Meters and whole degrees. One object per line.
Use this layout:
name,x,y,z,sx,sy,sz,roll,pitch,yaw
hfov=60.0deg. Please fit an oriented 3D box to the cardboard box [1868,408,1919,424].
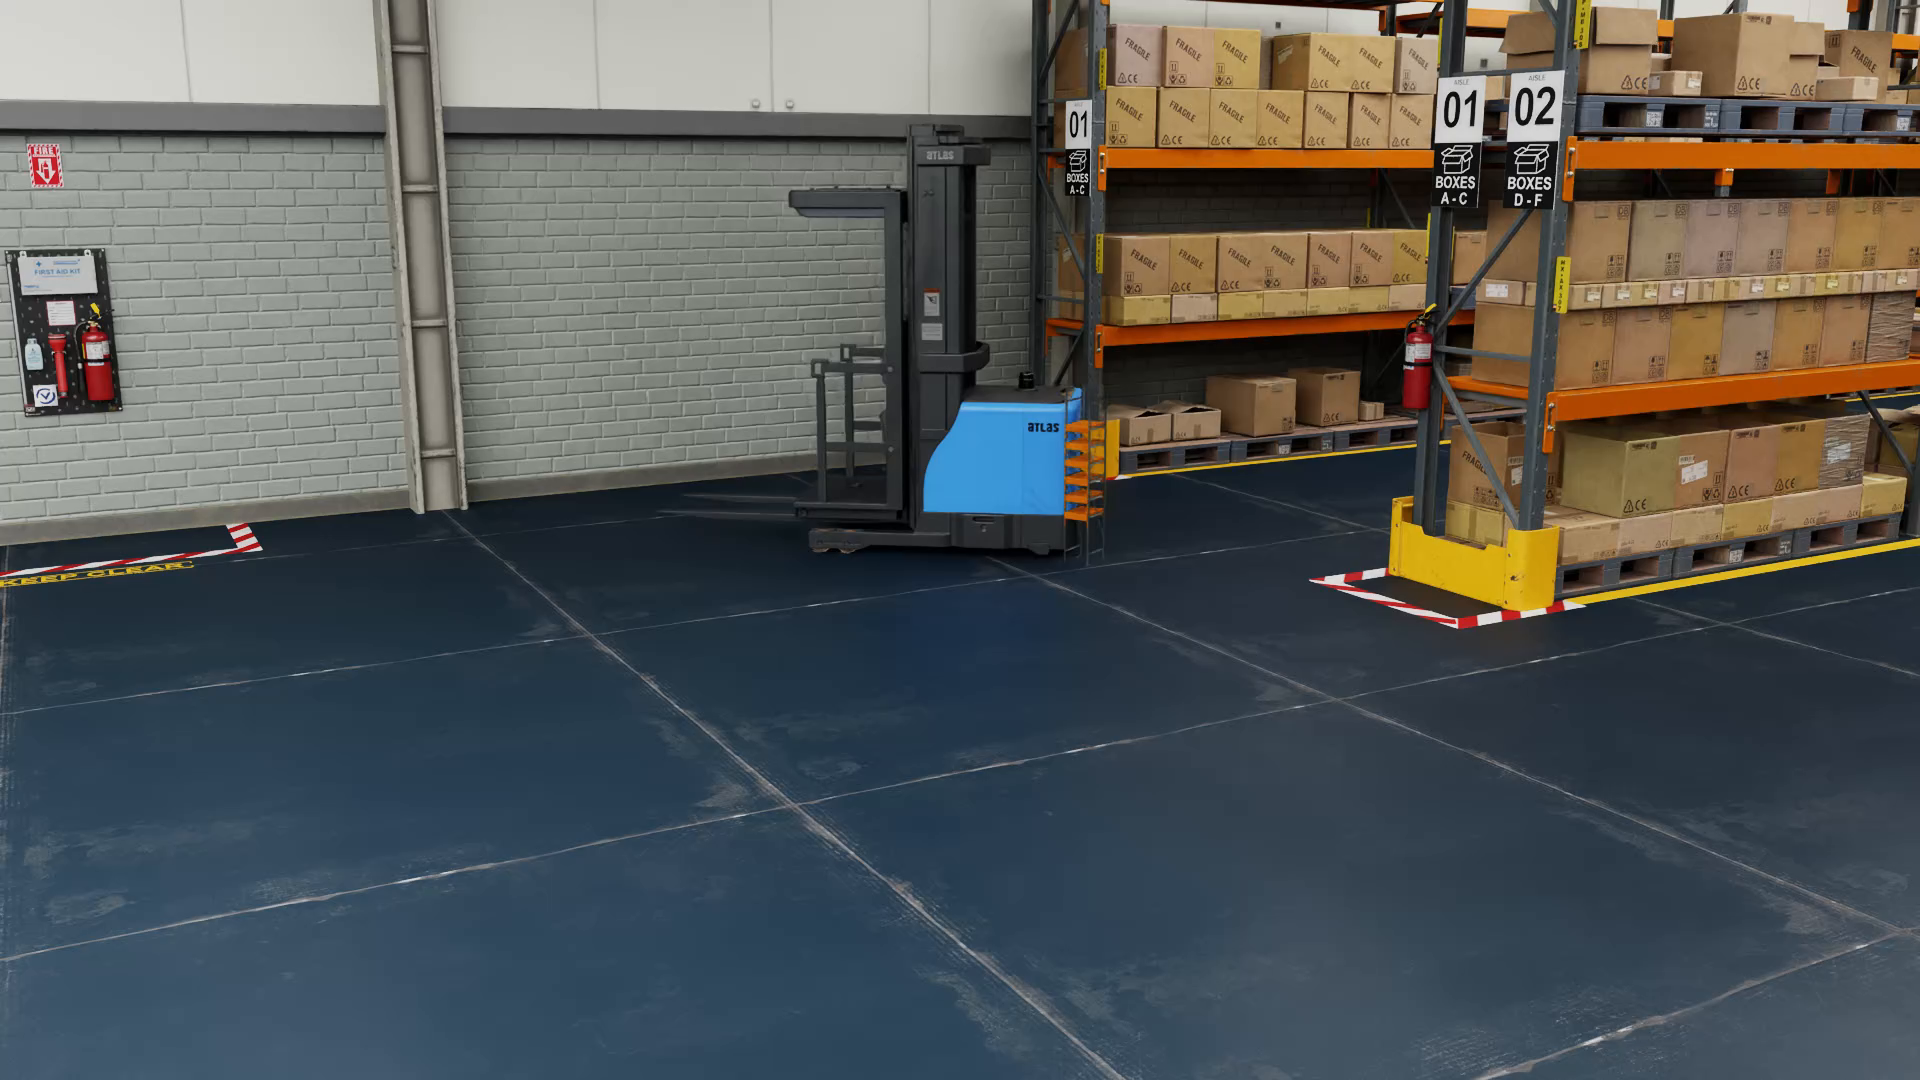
cardboard box,7.478,-0.866,13.155,0.500,0.311,0.500,-6,14,-26

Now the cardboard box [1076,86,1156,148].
cardboard box,1.332,-3.618,14.248,0.500,0.500,0.500,-6,14,-26

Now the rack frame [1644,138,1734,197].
rack frame,7.941,-2.951,18.388,0.127,3.000,1.000,-7,14,-28

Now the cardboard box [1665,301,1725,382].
cardboard box,4.609,-1.357,11.081,0.500,0.500,0.700,-7,14,-27

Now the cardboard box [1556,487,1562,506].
cardboard box,4.058,-0.186,11.412,0.500,0.250,0.500,-7,14,-28

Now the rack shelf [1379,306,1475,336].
rack shelf,6.185,-2.389,17.532,4.000,0.370,1.077,-7,14,-28

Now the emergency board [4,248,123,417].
emergency board,-6.335,-1.465,11.789,0.643,1.169,0.194,-7,14,-28

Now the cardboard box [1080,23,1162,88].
cardboard box,1.373,-4.112,14.168,0.500,0.500,0.500,-8,15,-32

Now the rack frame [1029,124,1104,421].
rack frame,0.919,-2.109,14.648,0.127,3.000,1.000,-7,14,-28

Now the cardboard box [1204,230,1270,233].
cardboard box,2.571,-2.661,15.690,0.500,0.500,0.500,-7,14,-27

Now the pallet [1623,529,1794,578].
pallet,5.016,-0.010,11.674,1.213,0.211,1.003,-7,14,-28

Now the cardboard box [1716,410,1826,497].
cardboard box,5.623,-0.610,11.587,0.500,0.500,0.500,-7,14,-28

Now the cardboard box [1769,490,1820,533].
cardboard box,5.629,-0.242,11.658,0.500,0.250,0.500,-7,14,-28

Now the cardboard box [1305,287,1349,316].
cardboard box,3.284,-2.251,15.577,0.500,0.250,0.500,-7,14,-28

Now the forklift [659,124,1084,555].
forklift,-0.635,-1.448,11.869,3.031,2.935,1.130,2,13,7

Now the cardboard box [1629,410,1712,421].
cardboard box,4.934,-0.658,11.800,0.500,0.500,0.500,-7,14,-28

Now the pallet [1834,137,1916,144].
pallet,10.671,-4.635,19.479,1.217,0.209,0.805,-8,15,-30

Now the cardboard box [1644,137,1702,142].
cardboard box,7.438,-4.252,17.498,0.500,0.311,0.500,-7,14,-28

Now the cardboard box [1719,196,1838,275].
cardboard box,5.537,-2.103,11.441,0.500,0.500,0.700,-7,14,-28

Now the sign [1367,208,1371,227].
sign,4.161,-3.201,16.865,0.005,0.325,0.100,-7,14,-28

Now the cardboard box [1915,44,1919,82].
cardboard box,7.367,-3.594,12.091,0.500,0.500,0.500,-7,14,-27

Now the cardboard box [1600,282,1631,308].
cardboard box,3.974,-1.548,10.451,0.250,0.149,0.380,-7,15,-29

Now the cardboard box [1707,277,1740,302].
cardboard box,4.873,-1.656,10.929,0.250,0.149,0.380,-7,14,-29

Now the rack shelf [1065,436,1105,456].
rack shelf,0.852,-0.628,11.272,0.180,0.103,0.258,8,16,33

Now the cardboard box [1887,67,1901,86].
cardboard box,10.617,-5.397,19.488,0.500,0.250,0.500,-6,14,-24

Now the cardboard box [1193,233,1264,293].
cardboard box,2.377,-2.507,15.005,0.500,0.500,0.500,-7,15,-30

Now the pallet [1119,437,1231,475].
pallet,1.716,-0.835,15.339,1.213,0.211,1.003,-7,14,-28

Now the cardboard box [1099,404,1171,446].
cardboard box,1.569,-1.067,15.141,0.500,0.311,0.500,-9,15,-34

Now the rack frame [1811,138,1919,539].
rack frame,6.807,-1.575,12.278,0.127,3.000,1.000,-7,14,-28

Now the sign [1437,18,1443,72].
sign,3.048,-3.117,10.461,0.005,0.325,0.100,-7,14,-28

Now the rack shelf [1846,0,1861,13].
rack shelf,5.051,-3.746,10.807,4.000,0.370,1.077,-7,14,-28

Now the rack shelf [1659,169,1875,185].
rack shelf,9.696,-4.273,19.072,4.000,0.370,1.077,-7,14,-28

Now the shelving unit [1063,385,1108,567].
shelving unit,0.853,-0.437,11.316,0.189,1.200,0.258,8,16,33

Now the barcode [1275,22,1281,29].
barcode,3.004,-4.857,15.699,0.075,0.075,0.001,-7,14,-28

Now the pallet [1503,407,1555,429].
pallet,6.185,-1.381,17.764,1.213,0.211,1.003,-7,14,-28

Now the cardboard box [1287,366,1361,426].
cardboard box,3.538,-1.408,16.225,0.500,0.500,0.500,-8,15,-32

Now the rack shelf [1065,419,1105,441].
rack shelf,0.852,-0.745,11.245,0.180,0.103,0.258,8,16,33

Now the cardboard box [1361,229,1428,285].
cardboard box,4.163,-2.723,15.964,0.500,0.500,0.500,-7,14,-28

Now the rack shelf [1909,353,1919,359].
rack shelf,8.562,-1.435,13.292,4.000,0.370,1.077,-7,14,-28

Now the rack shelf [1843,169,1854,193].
rack shelf,8.562,-2.898,12.962,4.000,0.370,1.077,-7,14,-28

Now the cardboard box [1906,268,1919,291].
cardboard box,6.671,-1.871,11.885,0.250,0.149,0.380,-7,14,-28

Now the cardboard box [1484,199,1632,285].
cardboard box,3.758,-1.889,10.487,0.500,0.500,0.700,-7,14,-28

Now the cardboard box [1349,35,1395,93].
cardboard box,3.641,-4.375,15.333,0.500,0.500,0.500,-6,14,-25

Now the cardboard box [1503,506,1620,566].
cardboard box,3.873,-0.032,10.724,0.500,0.250,0.500,-7,14,-28

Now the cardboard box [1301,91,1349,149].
cardboard box,3.187,-3.835,15.211,0.500,0.500,0.500,-7,15,-30

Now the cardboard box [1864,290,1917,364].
cardboard box,6.420,-1.576,12.054,0.500,0.500,0.700,-7,15,-29

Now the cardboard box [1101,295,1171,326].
cardboard box,1.499,-2.036,14.619,0.500,0.250,0.500,-7,15,-29

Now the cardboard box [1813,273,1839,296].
cardboard box,5.777,-1.764,11.411,0.250,0.149,0.380,-7,14,-28

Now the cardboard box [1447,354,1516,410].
cardboard box,5.497,-1.670,17.387,0.500,0.500,0.700,-7,15,-29

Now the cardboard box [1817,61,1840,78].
cardboard box,5.764,-3.210,11.635,0.500,0.311,0.500,-8,15,-31

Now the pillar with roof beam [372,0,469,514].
pillar with roof beam,-2.085,-3.815,8.566,0.400,9.000,9.100,-7,14,-28

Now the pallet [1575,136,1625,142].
pallet,5.932,-4.056,16.894,1.003,0.211,1.213,-7,14,-28

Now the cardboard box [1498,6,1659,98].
cardboard box,3.802,-3.001,10.271,0.637,0.503,0.797,-6,14,-24
